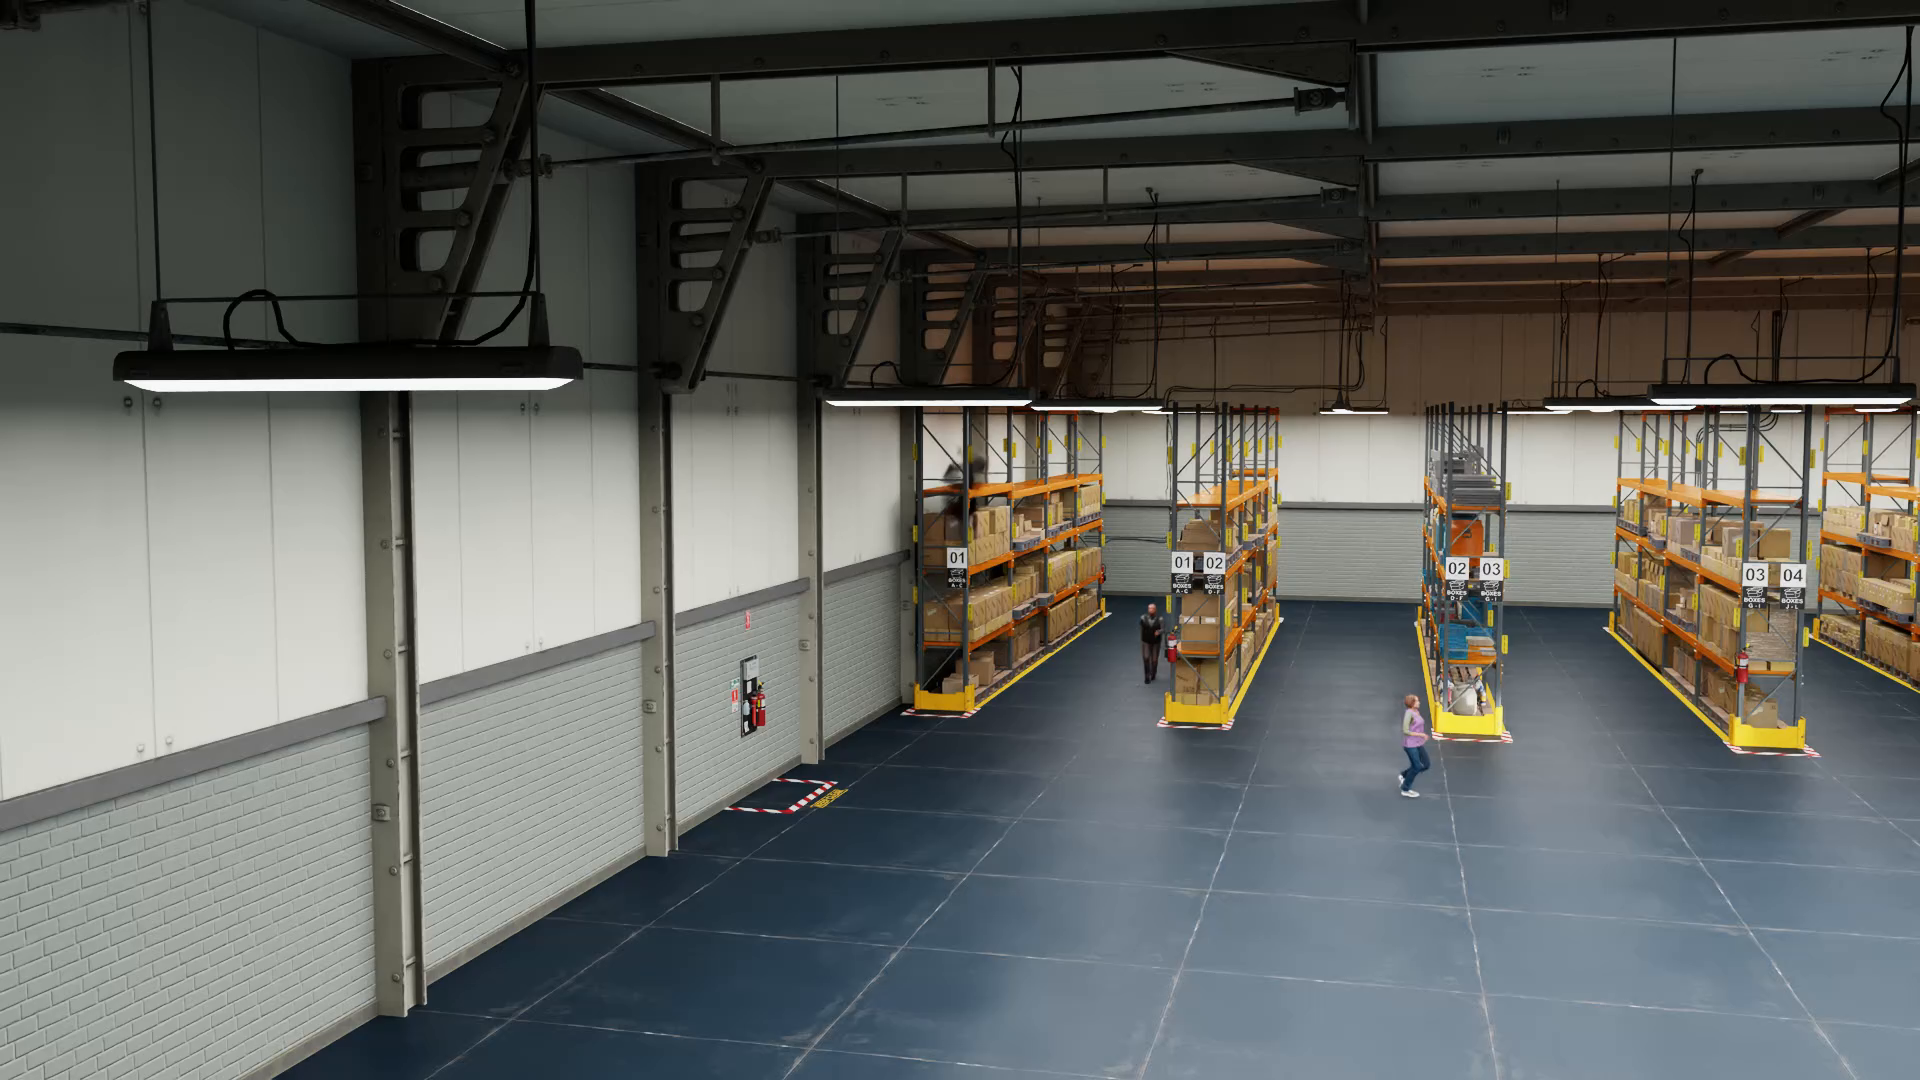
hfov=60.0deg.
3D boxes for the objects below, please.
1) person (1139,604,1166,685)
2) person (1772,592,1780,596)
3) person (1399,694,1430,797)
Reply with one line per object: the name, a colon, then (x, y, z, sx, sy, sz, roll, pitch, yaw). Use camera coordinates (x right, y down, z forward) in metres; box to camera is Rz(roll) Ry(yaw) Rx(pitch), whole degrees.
person: (4.131, 2.242, 35.756, 0.574, 1.758, 0.847, 0, 4, 4)
person: (21.583, 1.618, 43.872, 0.785, 1.793, 0.674, -2, 5, -24)
person: (6.857, 3.091, 25.030, 0.543, 1.554, 0.527, 3, 5, 36)
